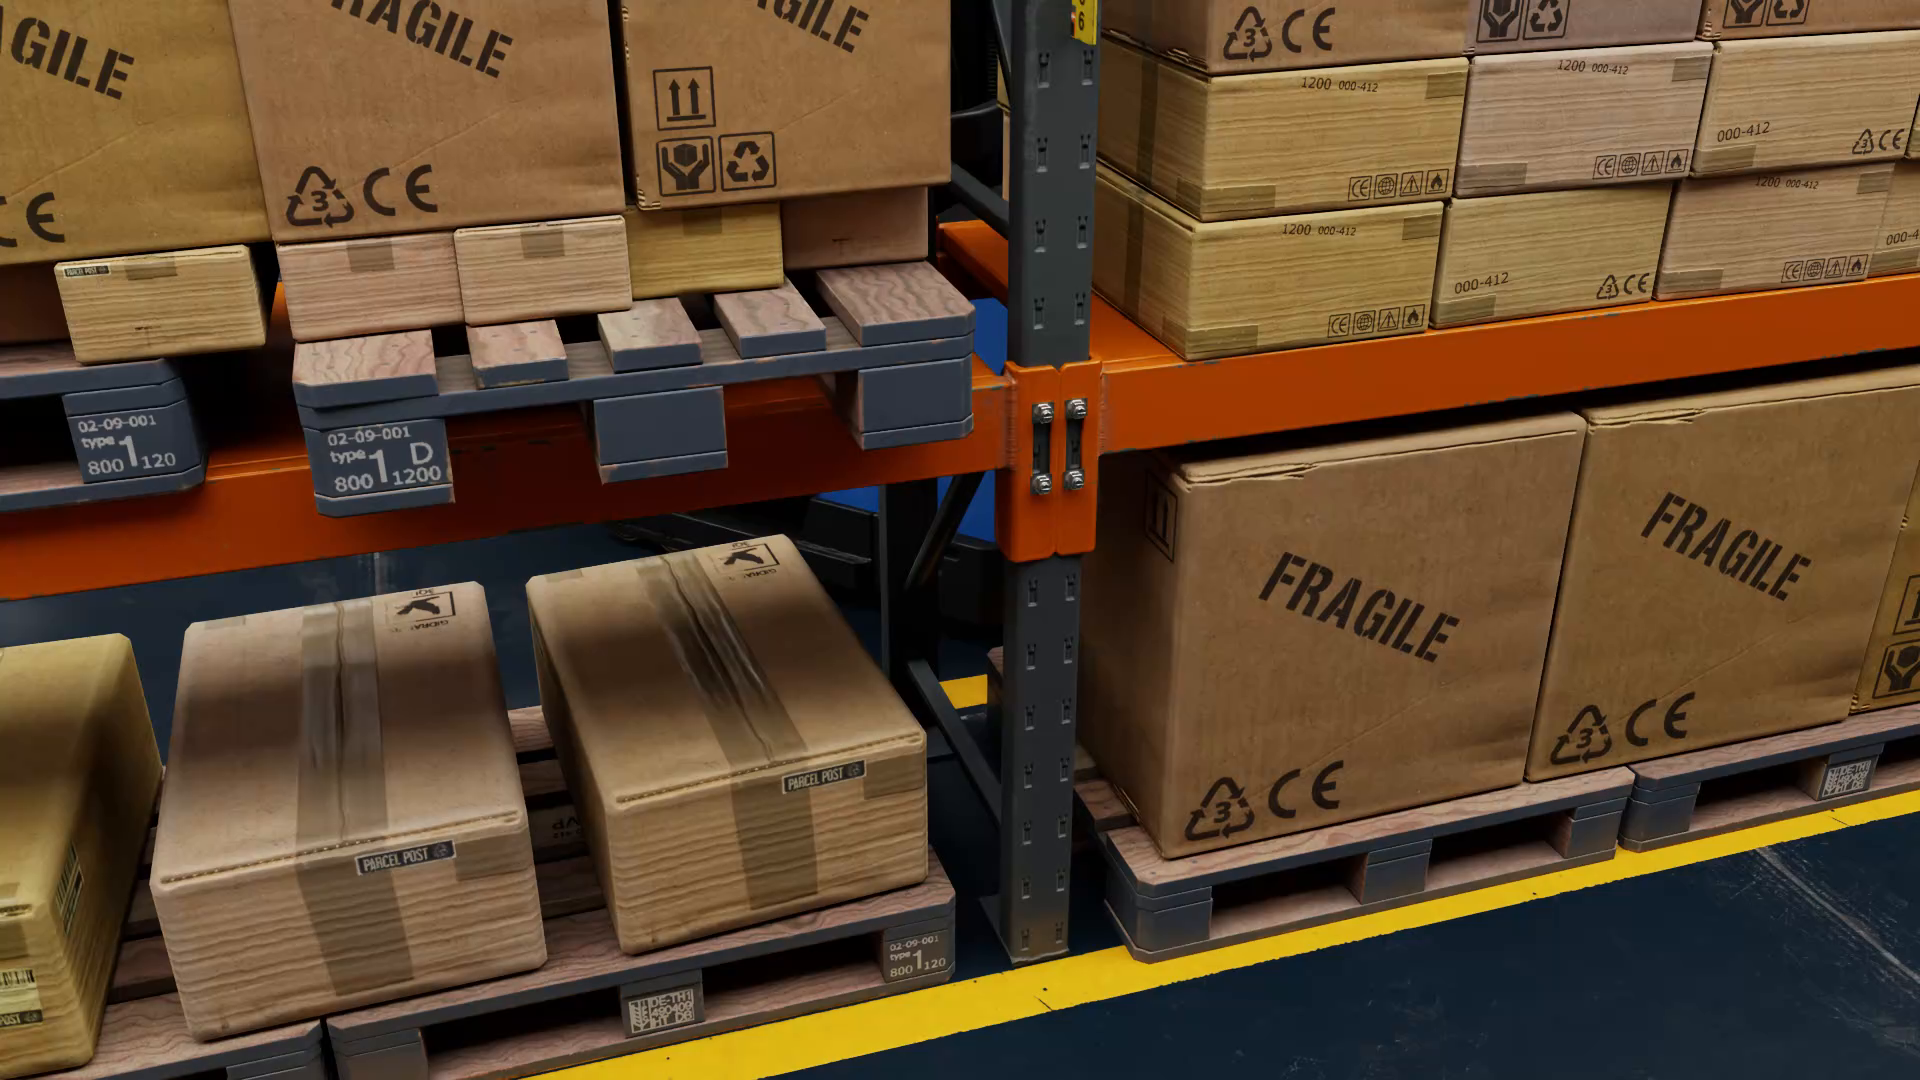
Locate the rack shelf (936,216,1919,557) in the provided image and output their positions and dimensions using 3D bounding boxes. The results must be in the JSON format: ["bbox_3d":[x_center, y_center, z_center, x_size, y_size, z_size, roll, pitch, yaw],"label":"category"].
[{"bbox_3d":[1.916,-0.626,3.947,4.000,0.370,1.077,-8,28,-16],"label":"rack shelf"}]

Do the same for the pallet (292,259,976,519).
[{"bbox_3d":[-0.630,-0.444,2.986,1.003,0.211,1.213,-8,28,-16],"label":"pallet"}]

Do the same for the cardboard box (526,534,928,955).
[{"bbox_3d":[-0.526,0.390,3.575,0.625,0.372,0.950,-10,28,-20],"label":"cardboard box"}]

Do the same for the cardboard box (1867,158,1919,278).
[{"bbox_3d":[2.009,-0.784,3.625,0.500,0.250,0.500,-8,28,-16],"label":"cardboard box"}]

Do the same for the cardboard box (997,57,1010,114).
[{"bbox_3d":[0.397,-1.004,3.505,0.500,0.250,0.500,-8,28,-16],"label":"cardboard box"}]

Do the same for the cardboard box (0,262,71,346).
[{"bbox_3d":[-1.460,-0.426,2.546,0.250,0.149,0.380,-8,28,-16],"label":"cardboard box"}]

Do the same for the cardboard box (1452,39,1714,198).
[{"bbox_3d":[1.065,-0.866,3.227,0.500,0.250,0.500,-8,27,-15],"label":"cardboard box"}]

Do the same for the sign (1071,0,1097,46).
[{"bbox_3d":[0.192,-0.928,2.533,0.005,0.325,0.100,-8,28,-16],"label":"sign"}]

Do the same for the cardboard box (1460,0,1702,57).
[{"bbox_3d":[1.028,-1.202,3.062,0.500,0.500,0.500,-8,28,-16],"label":"cardboard box"}]

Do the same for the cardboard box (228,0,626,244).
[{"bbox_3d":[-0.820,-0.783,2.535,0.500,0.500,0.500,-9,28,-17],"label":"cardboard box"}]

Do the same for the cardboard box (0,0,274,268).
[{"bbox_3d":[-1.299,-0.713,2.394,0.500,0.500,0.500,-10,28,-20],"label":"cardboard box"}]

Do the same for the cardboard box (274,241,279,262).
[{"bbox_3d":[-3.051,-1.765,7.489,0.750,0.750,1.050,-8,27,-15],"label":"cardboard box"}]

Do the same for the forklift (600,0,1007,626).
[{"bbox_3d":[-0.544,-1.453,4.881,3.031,2.935,1.130,14,30,27],"label":"forklift"}]

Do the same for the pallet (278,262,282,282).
[{"bbox_3d":[-3.545,-1.260,7.550,1.213,0.211,1.003,-8,28,-16],"label":"pallet"}]

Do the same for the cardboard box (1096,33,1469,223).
[{"bbox_3d":[0.573,-0.795,3.085,0.500,0.250,0.500,-8,28,-16],"label":"cardboard box"}]

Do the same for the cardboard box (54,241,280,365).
[{"bbox_3d":[-1.182,-0.408,2.508,0.250,0.149,0.380,-8,27,-15],"label":"cardboard box"}]

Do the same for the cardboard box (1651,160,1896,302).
[{"bbox_3d":[1.541,-0.715,3.485,0.500,0.250,0.500,-7,27,-14],"label":"cardboard box"}]

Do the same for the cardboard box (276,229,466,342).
[{"bbox_3d":[-0.924,-0.451,2.596,0.250,0.149,0.380,-10,28,-19],"label":"cardboard box"}]

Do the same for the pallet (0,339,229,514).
[{"bbox_3d":[-1.855,-0.297,2.691,1.213,0.211,1.003,-8,28,-16],"label":"pallet"}]

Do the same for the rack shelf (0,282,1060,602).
[{"bbox_3d":[-1.887,-0.075,2.837,4.000,0.370,1.077,-8,28,-16],"label":"rack shelf"}]

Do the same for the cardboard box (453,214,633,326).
[{"bbox_3d":[-0.682,-0.483,2.659,0.250,0.149,0.380,-8,28,-17],"label":"cardboard box"}]

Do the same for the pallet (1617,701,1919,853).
[{"bbox_3d":[1.946,0.333,4.342,1.213,0.211,1.003,-8,28,-16],"label":"pallet"}]

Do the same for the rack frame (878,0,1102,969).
[{"bbox_3d":[0.015,-0.673,3.232,0.127,3.000,1.000,-8,28,-16],"label":"rack frame"}]

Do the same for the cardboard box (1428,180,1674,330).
[{"bbox_3d":[1.041,-0.645,3.344,0.500,0.250,0.500,-9,28,-18],"label":"cardboard box"}]

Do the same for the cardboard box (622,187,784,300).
[{"bbox_3d":[-0.457,-0.536,2.767,0.250,0.149,0.380,-8,27,-15],"label":"cardboard box"}]

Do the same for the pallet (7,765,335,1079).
[{"bbox_3d":[-1.887,0.849,3.302,1.213,0.211,1.003,-8,28,-16],"label":"pallet"}]

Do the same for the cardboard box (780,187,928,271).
[{"bbox_3d":[-0.224,-0.604,2.903,0.250,0.149,0.380,-7,27,-14],"label":"cardboard box"}]

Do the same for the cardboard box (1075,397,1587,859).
[{"bbox_3d":[0.697,0.031,3.732,0.875,0.875,0.875,-8,28,-17],"label":"cardboard box"}]

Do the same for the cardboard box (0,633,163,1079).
[{"bbox_3d":[-1.948,0.597,3.158,0.625,0.372,0.950,-7,27,-14],"label":"cardboard box"}]

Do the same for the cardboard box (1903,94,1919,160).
[{"bbox_3d":[2.029,-0.993,3.484,0.500,0.250,0.500,-8,27,-15],"label":"cardboard box"}]

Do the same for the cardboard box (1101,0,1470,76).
[{"bbox_3d":[0.559,-1.130,2.916,0.500,0.500,0.500,-9,28,-18],"label":"cardboard box"}]

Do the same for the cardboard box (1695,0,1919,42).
[{"bbox_3d":[1.525,-1.267,3.192,0.500,0.500,0.500,-7,27,-15],"label":"cardboard box"}]

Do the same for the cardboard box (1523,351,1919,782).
[{"bbox_3d":[1.547,-0.090,3.976,0.875,0.875,0.875,-8,27,-15],"label":"cardboard box"}]

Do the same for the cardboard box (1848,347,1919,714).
[{"bbox_3d":[2.397,-0.213,4.224,0.875,0.875,0.875,-7,27,-15],"label":"cardboard box"}]

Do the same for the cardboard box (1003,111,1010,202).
[{"bbox_3d":[0.415,-0.785,3.627,0.500,0.250,0.500,-9,28,-18],"label":"cardboard box"}]

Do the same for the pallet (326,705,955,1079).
[{"bbox_3d":[-0.729,0.683,3.637,1.213,0.211,1.003,-8,28,-16],"label":"pallet"}]

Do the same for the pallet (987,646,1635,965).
[{"bbox_3d":[0.788,0.499,4.007,1.213,0.211,1.003,-8,28,-16],"label":"pallet"}]

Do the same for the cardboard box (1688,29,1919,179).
[{"bbox_3d":[1.542,-0.929,3.355,0.500,0.250,0.500,-8,28,-16],"label":"cardboard box"}]

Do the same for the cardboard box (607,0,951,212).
[{"bbox_3d":[-0.331,-0.859,2.688,0.500,0.500,0.500,-9,28,-18],"label":"cardboard box"}]

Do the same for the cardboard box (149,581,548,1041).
[{"bbox_3d":[-1.225,0.495,3.363,0.625,0.372,0.950,-9,28,-17],"label":"cardboard box"}]

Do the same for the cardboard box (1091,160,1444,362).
[{"bbox_3d":[0.558,-0.567,3.187,0.500,0.250,0.500,-9,28,-17],"label":"cardboard box"}]
